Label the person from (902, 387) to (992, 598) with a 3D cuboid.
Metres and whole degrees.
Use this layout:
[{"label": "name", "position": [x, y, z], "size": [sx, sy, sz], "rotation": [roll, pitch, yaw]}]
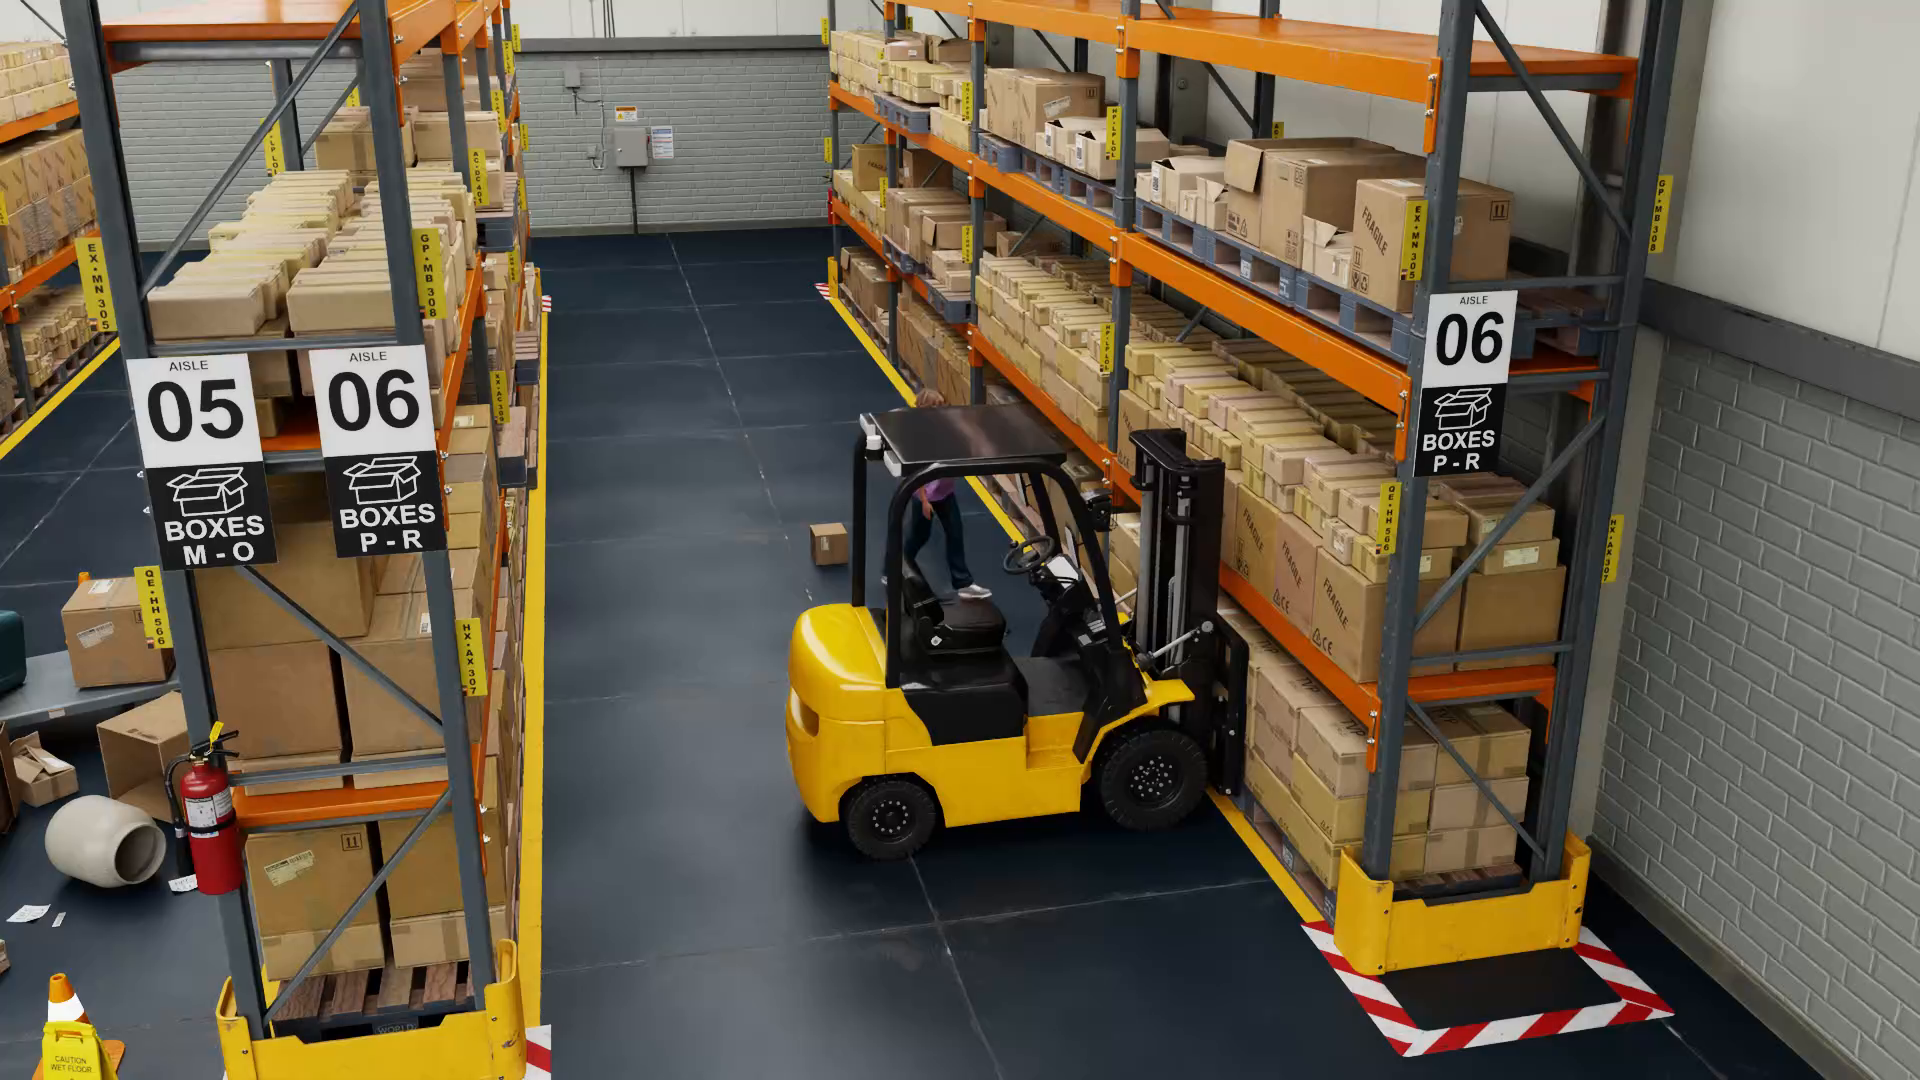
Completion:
[{"label": "person", "position": [-0.153, -0.320, 11.961], "size": [0.764, 1.563, 0.421], "rotation": [11, 22, 27]}]
